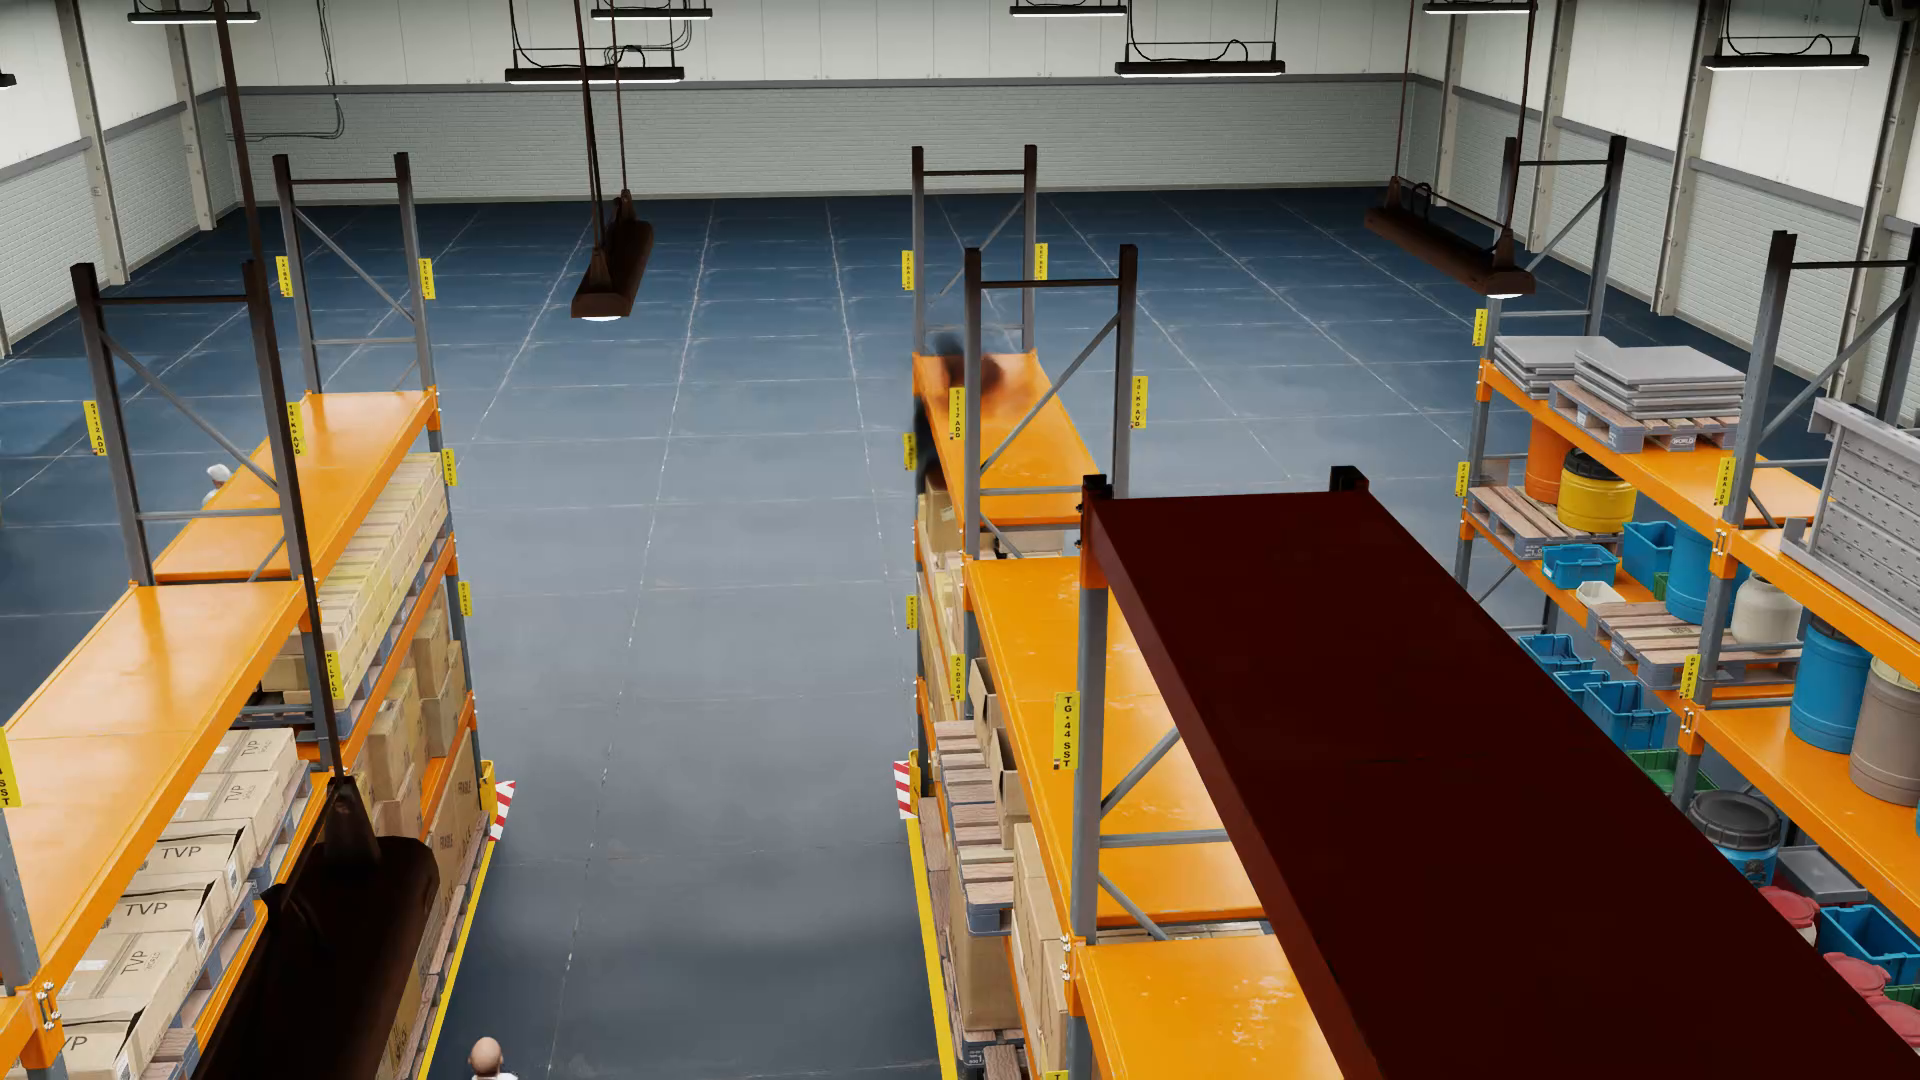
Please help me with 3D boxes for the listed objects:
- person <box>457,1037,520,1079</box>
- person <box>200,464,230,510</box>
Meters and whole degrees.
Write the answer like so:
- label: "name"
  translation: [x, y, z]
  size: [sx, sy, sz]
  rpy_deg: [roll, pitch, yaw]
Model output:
- label: "person"
  translation: [-2.703, 3.725, 9.831]
  size: [0.684, 1.838, 0.859]
  rpy_deg: [-3, 22, -8]
- label: "person"
  translation: [-8.507, -0.064, 19.355]
  size: [1.026, 1.772, 0.674]
  rpy_deg: [15, 26, 34]
